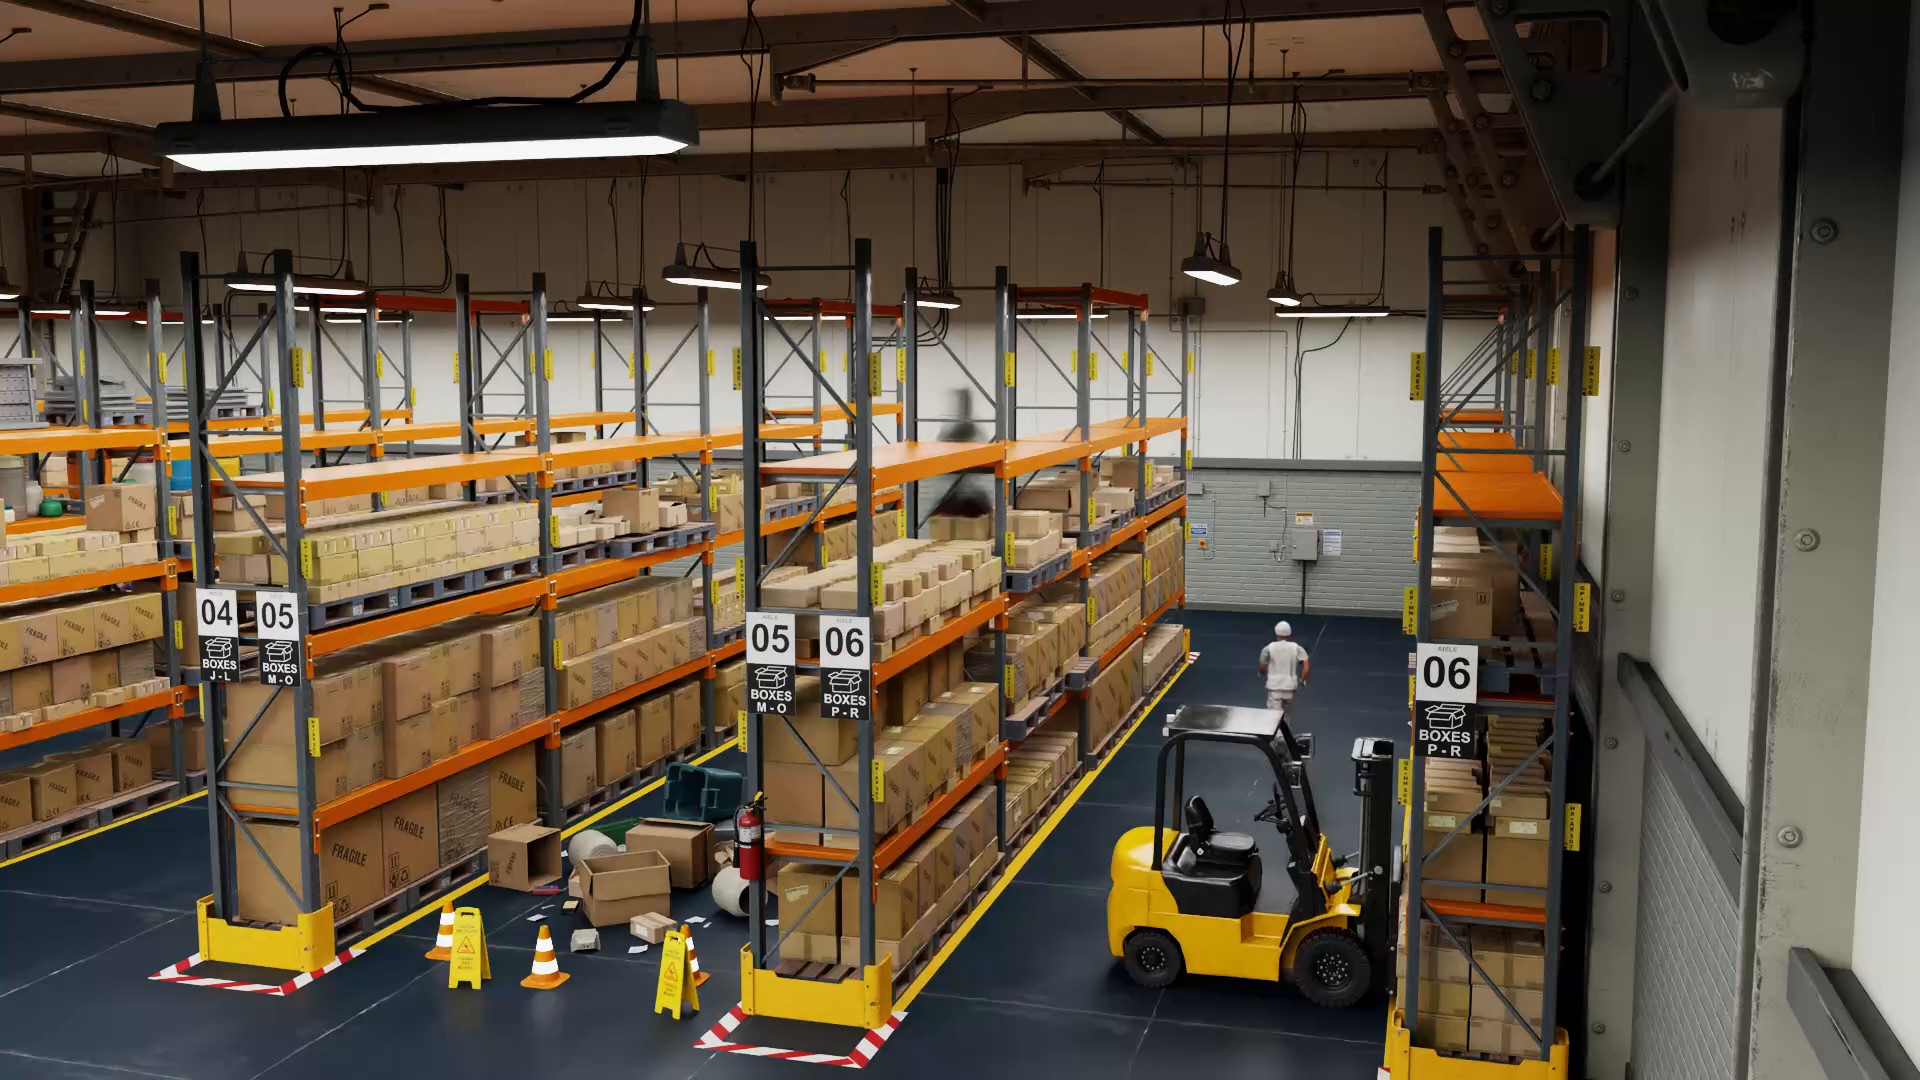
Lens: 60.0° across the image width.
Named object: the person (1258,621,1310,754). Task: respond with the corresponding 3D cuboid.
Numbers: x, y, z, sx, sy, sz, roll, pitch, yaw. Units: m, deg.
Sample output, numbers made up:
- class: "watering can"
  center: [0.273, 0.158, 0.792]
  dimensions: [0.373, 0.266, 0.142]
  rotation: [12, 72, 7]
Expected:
- class: "person"
  center: [4.125, 1.928, 21.197]
  dimensions: [0.636, 1.766, 0.907]
  rotation: [0, 6, 2]
